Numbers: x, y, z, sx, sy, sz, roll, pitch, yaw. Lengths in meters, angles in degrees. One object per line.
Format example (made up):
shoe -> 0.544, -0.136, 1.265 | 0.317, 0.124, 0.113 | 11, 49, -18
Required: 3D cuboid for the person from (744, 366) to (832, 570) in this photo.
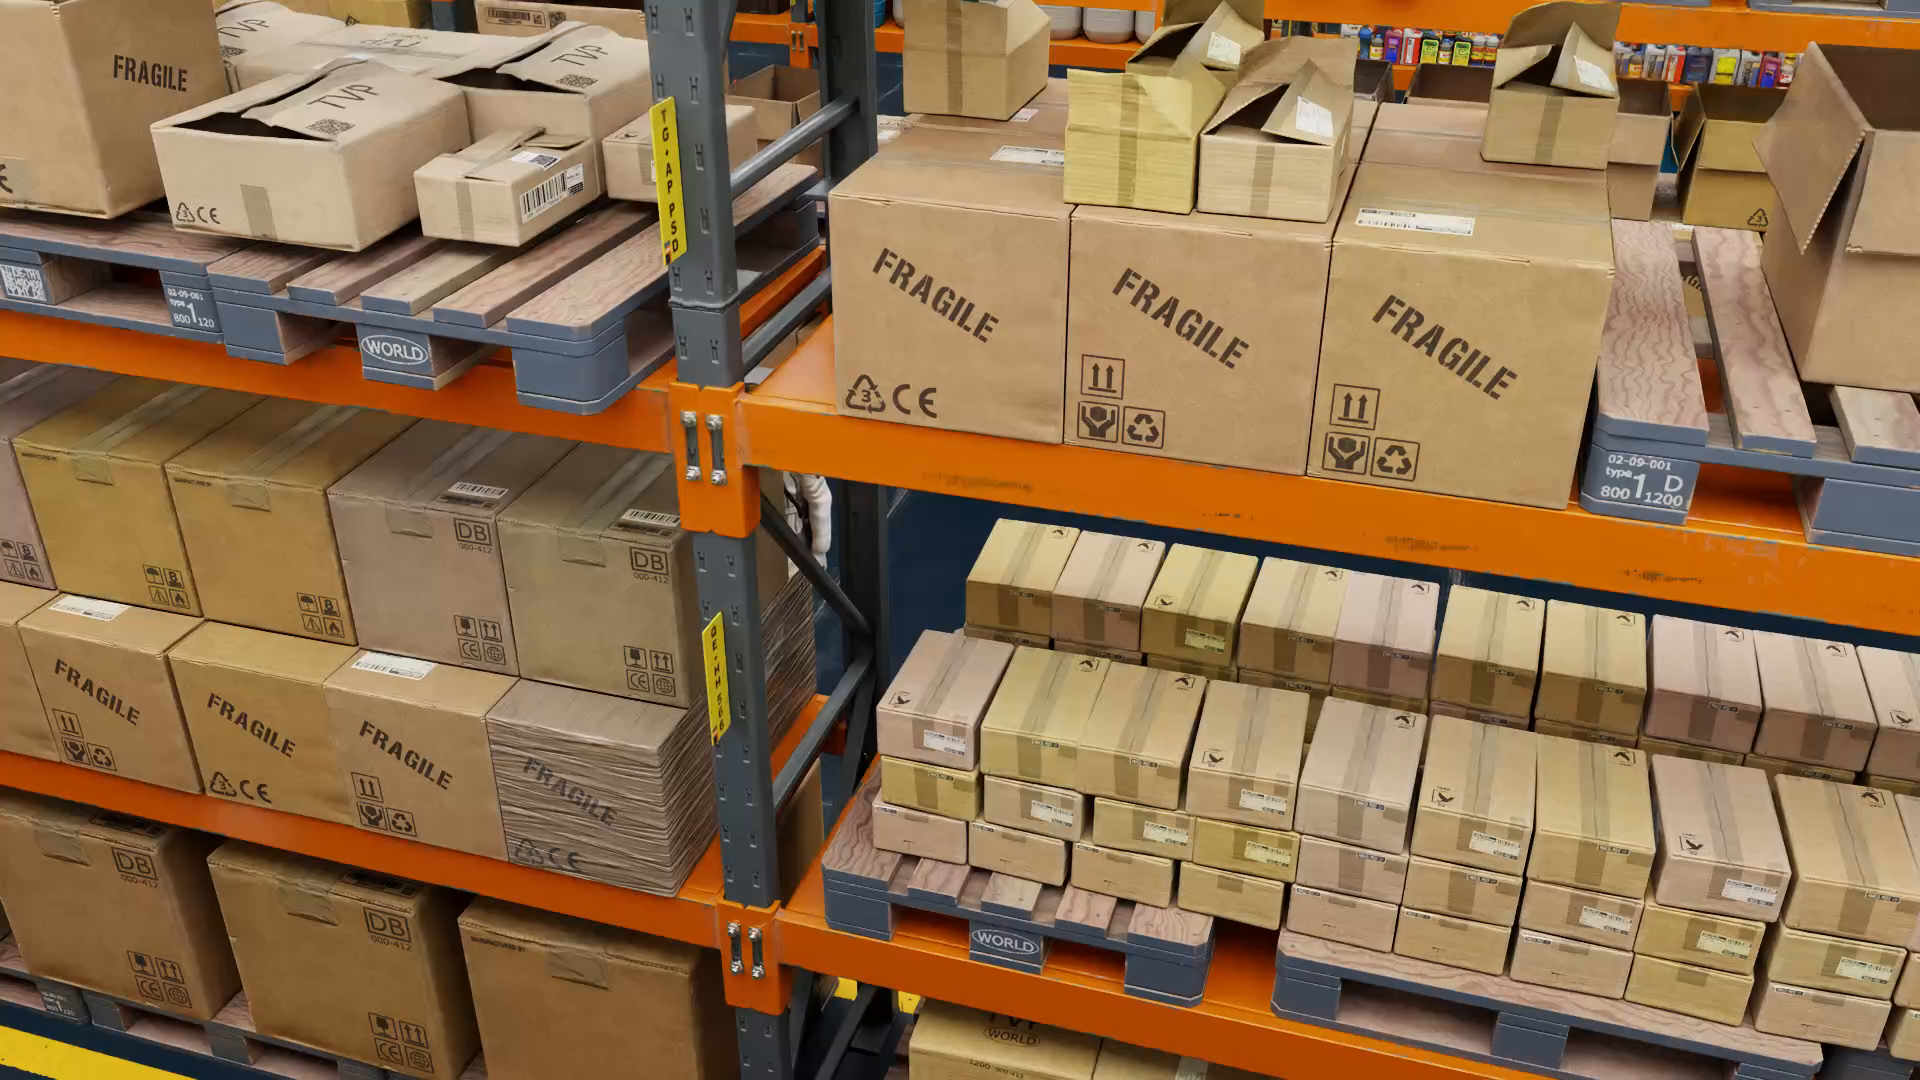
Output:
person -> -0.814, 0.032, 7.069 | 0.537, 1.661, 0.415 | 7, 30, 12
